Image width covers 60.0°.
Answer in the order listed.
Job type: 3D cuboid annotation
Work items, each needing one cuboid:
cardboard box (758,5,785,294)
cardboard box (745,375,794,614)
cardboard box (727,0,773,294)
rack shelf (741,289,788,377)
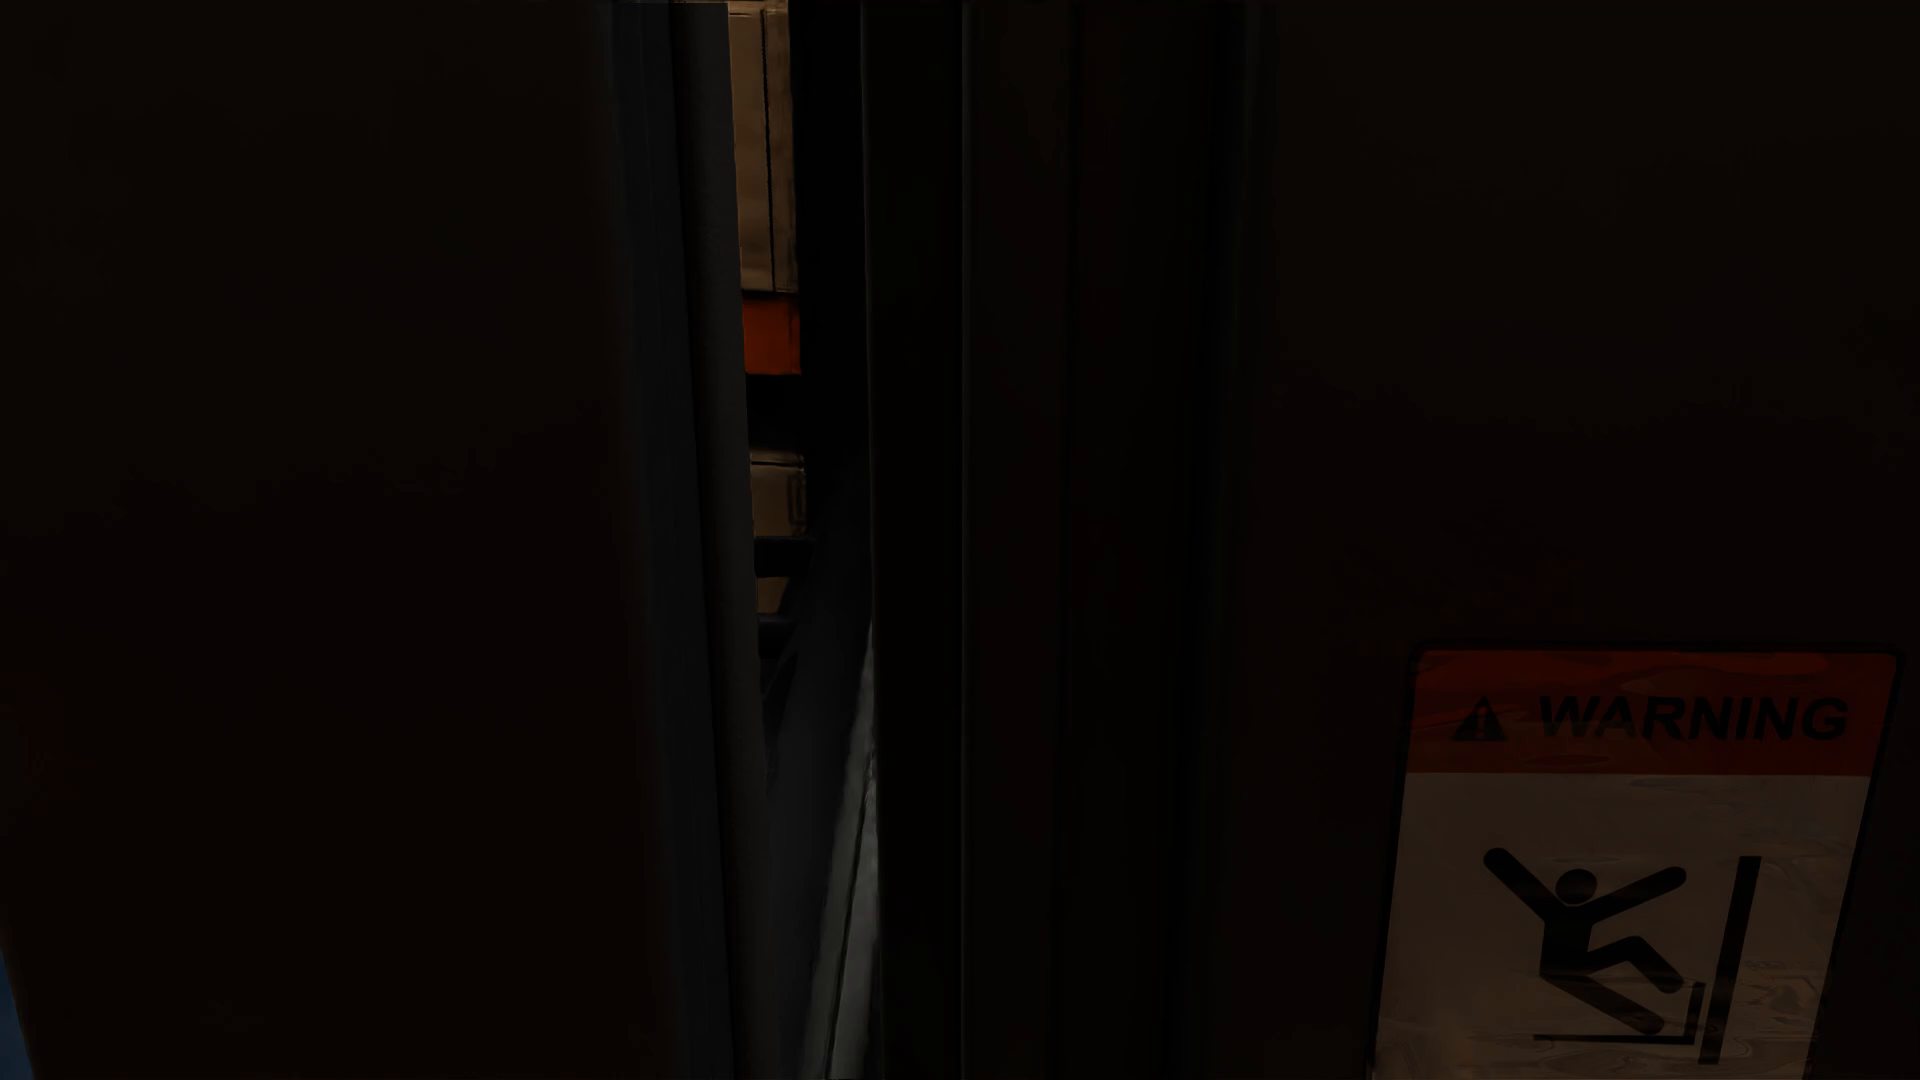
[{"bbox_3d":[-0.068,-0.760,3.147,0.500,0.500,0.500,3,22,7],"label":"cardboard box"},{"bbox_3d":[-0.476,-0.013,3.881,0.750,0.750,1.050,2,22,6],"label":"cardboard box"},{"bbox_3d":[-0.572,-0.782,3.203,0.500,0.500,0.500,2,22,6],"label":"cardboard box"},{"bbox_3d":[-0.074,-0.480,3.552,4.000,0.370,1.077,2,22,6],"label":"rack shelf"}]
